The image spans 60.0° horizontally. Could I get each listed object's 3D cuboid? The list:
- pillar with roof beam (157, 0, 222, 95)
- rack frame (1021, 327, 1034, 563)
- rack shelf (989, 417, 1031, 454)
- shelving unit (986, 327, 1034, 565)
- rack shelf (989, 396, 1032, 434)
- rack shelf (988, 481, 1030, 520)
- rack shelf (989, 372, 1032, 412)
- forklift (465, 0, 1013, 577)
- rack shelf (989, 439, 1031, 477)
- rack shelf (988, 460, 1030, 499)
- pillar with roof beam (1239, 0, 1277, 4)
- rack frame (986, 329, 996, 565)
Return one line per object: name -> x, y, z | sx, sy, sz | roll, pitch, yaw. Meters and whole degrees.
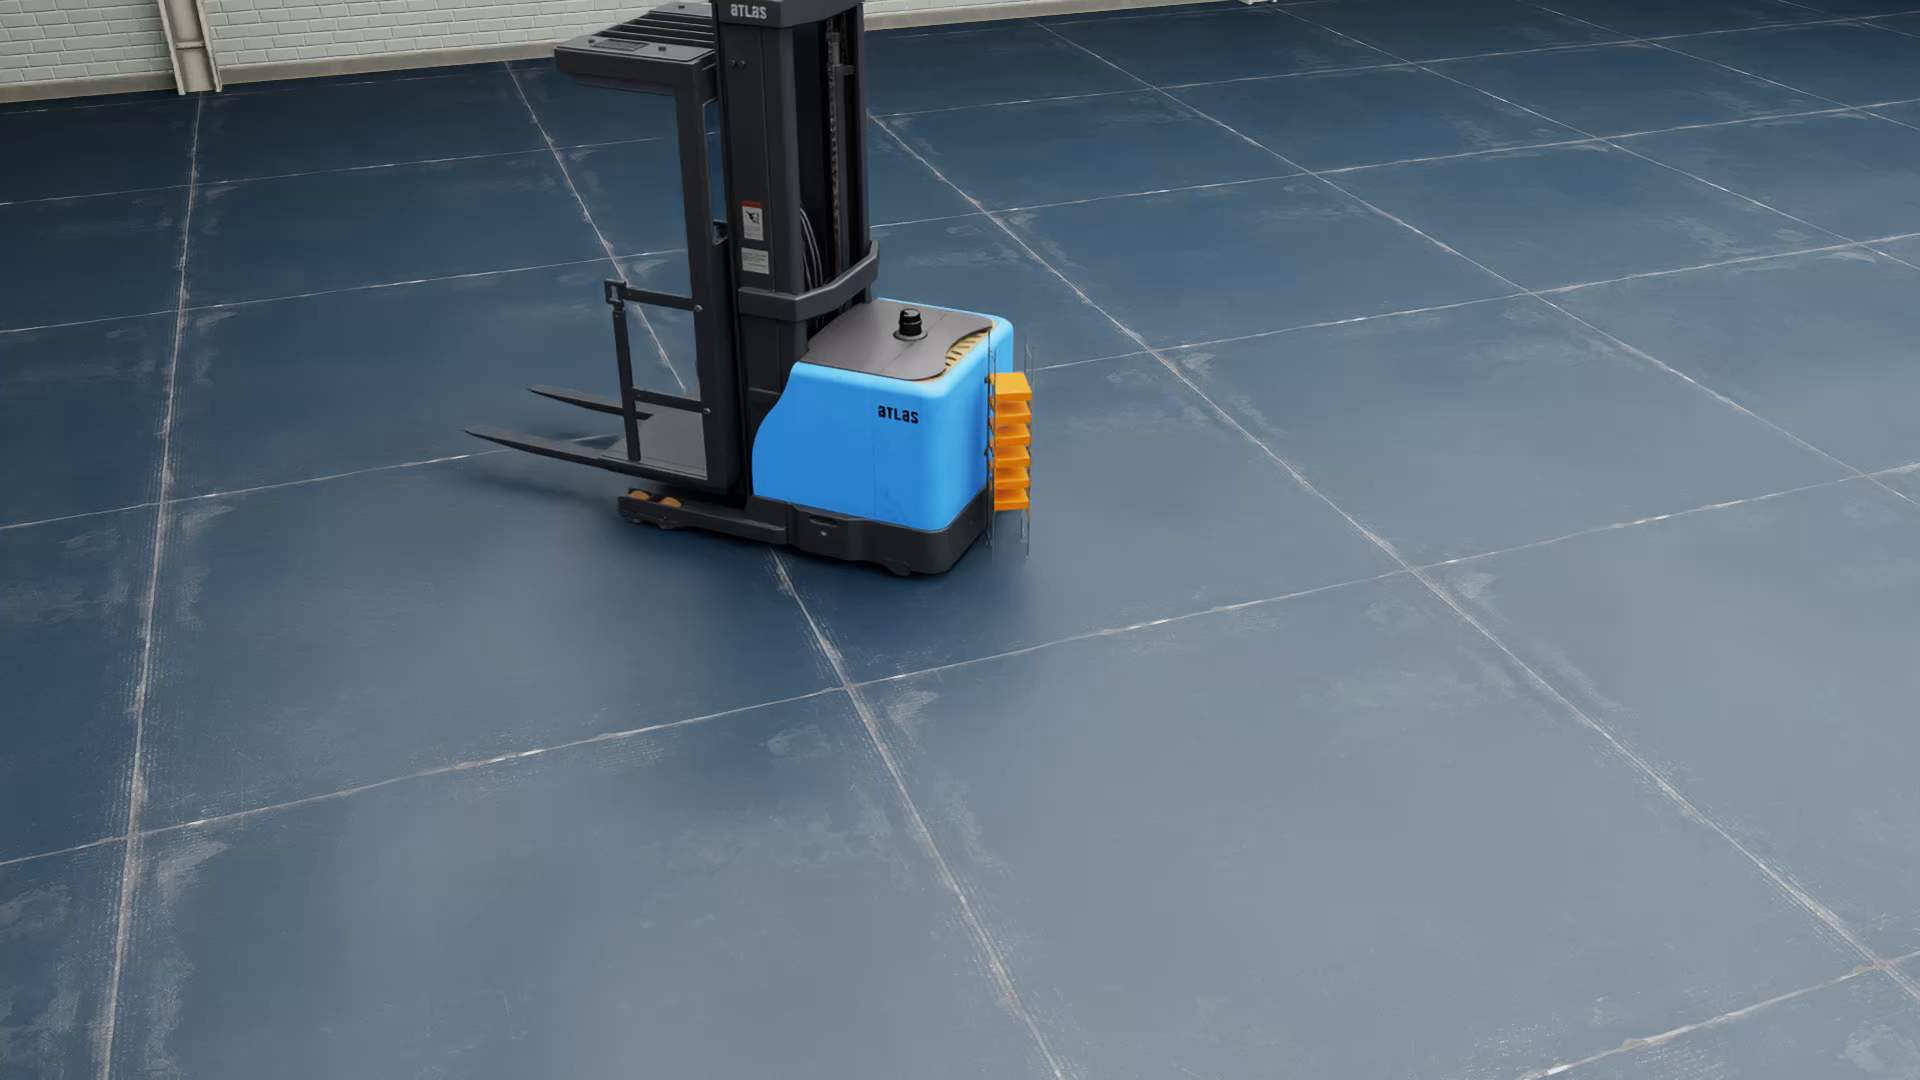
pillar with roof beam -> -6.121, -6.438, 10.959 | 0.400, 9.000, 9.100 | -10, 31, -18
rack frame -> 0.337, -0.464, 8.352 | 0.006, 1.200, 0.240 | -4, 30, -6
rack shelf -> 0.246, -0.524, 8.305 | 0.180, 0.103, 0.258 | -4, 30, -6
shelving unit -> 0.246, -0.458, 8.342 | 0.189, 1.200, 0.258 | -4, 30, -6
rack shelf -> 0.246, -0.628, 8.246 | 0.180, 0.103, 0.258 | -4, 30, -6
rack shelf -> 0.246, -0.211, 8.483 | 0.180, 0.103, 0.258 | -4, 30, -6
rack shelf -> 0.246, -0.733, 8.186 | 0.180, 0.103, 0.258 | -4, 30, -6
forklift -> -1.275, -1.556, 8.521 | 3.031, 2.935, 1.130 | 12, 32, 20
rack shelf -> 0.246, -0.420, 8.364 | 0.180, 0.103, 0.258 | -4, 30, -6
rack shelf -> 0.246, -0.316, 8.424 | 0.180, 0.103, 0.258 | -4, 30, -6
pillar with roof beam -> 5.126, -8.509, 14.595 | 0.400, 9.000, 9.100 | -10, 31, -18
rack frame -> 0.155, -0.453, 8.333 | 0.006, 1.200, 0.240 | -4, 30, -6
